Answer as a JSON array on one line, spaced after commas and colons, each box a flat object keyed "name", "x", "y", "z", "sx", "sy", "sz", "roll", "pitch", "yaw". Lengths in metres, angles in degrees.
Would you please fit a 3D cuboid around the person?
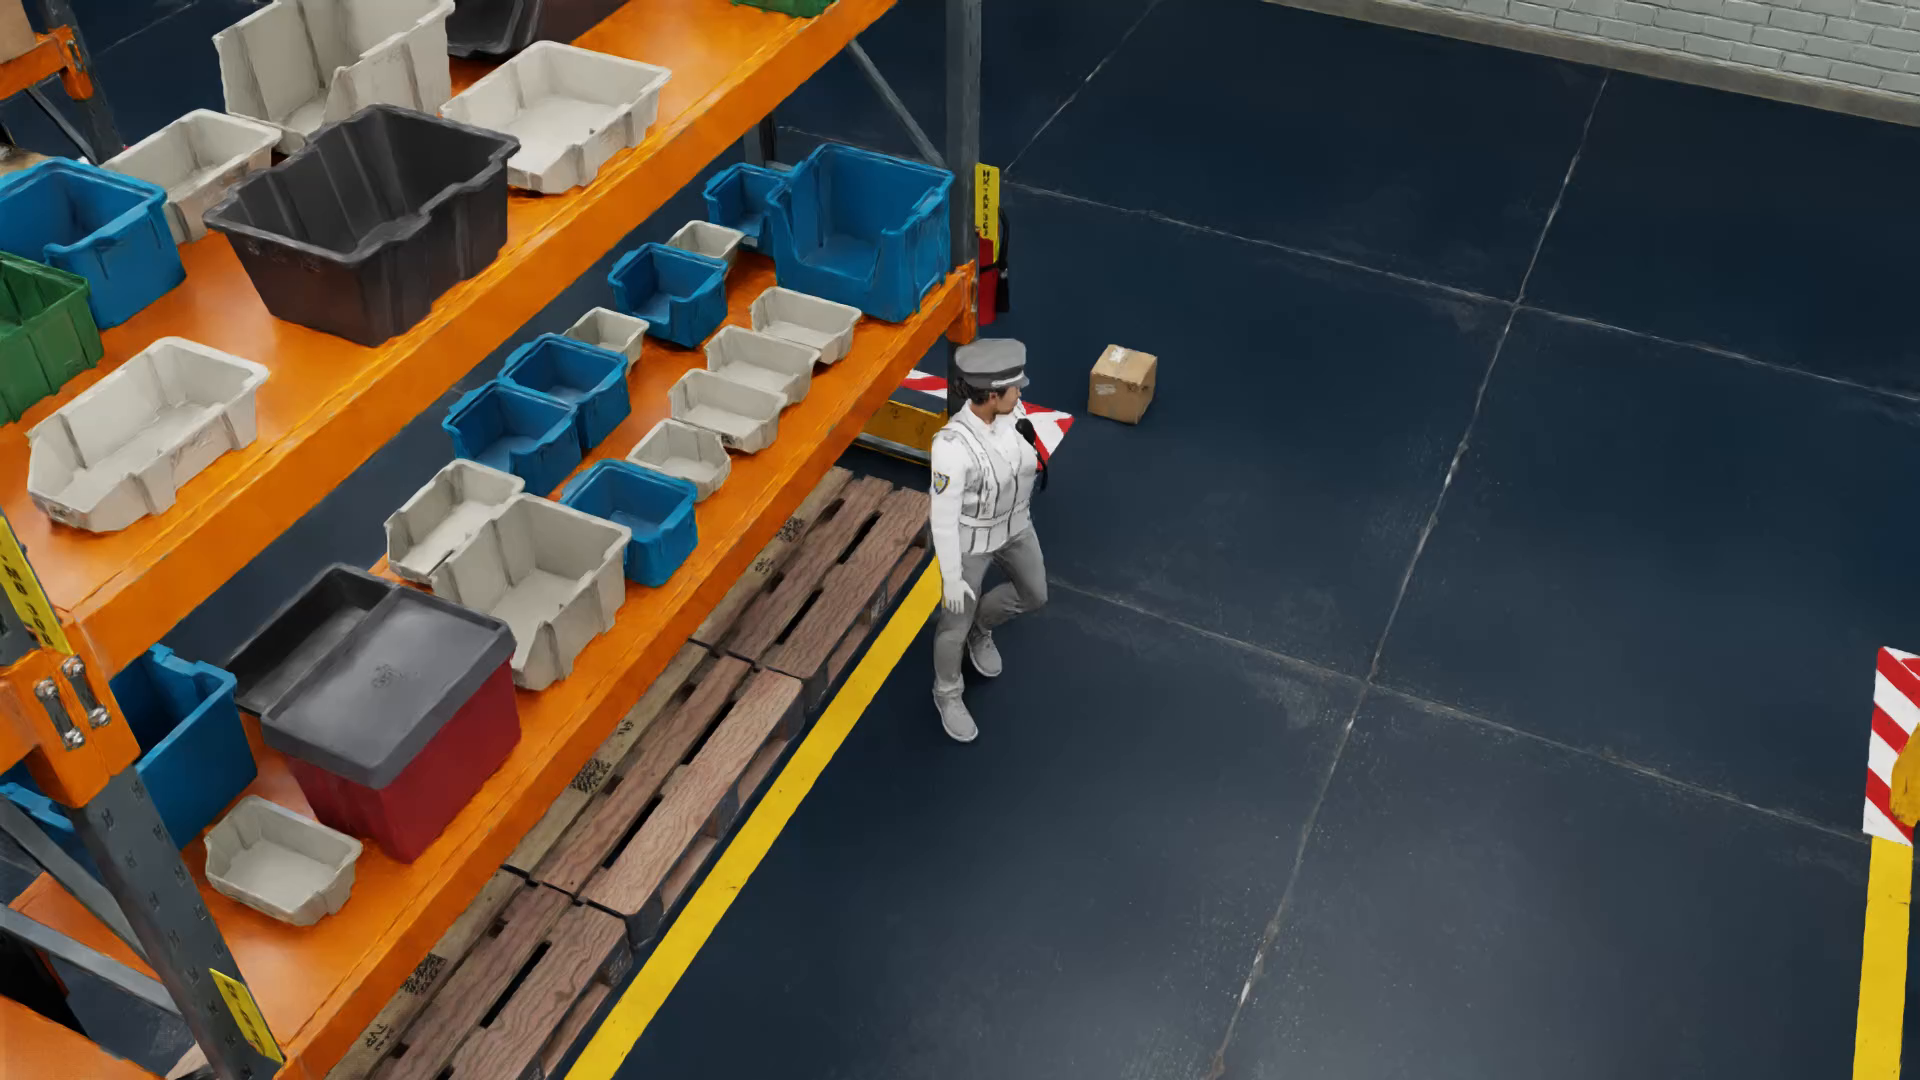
[{"name": "person", "x": 0.052, "y": -0.020, "z": 6.157, "sx": 0.553, "sy": 1.664, "sz": 0.408, "roll": -34, "pitch": 52, "yaw": -32}]
